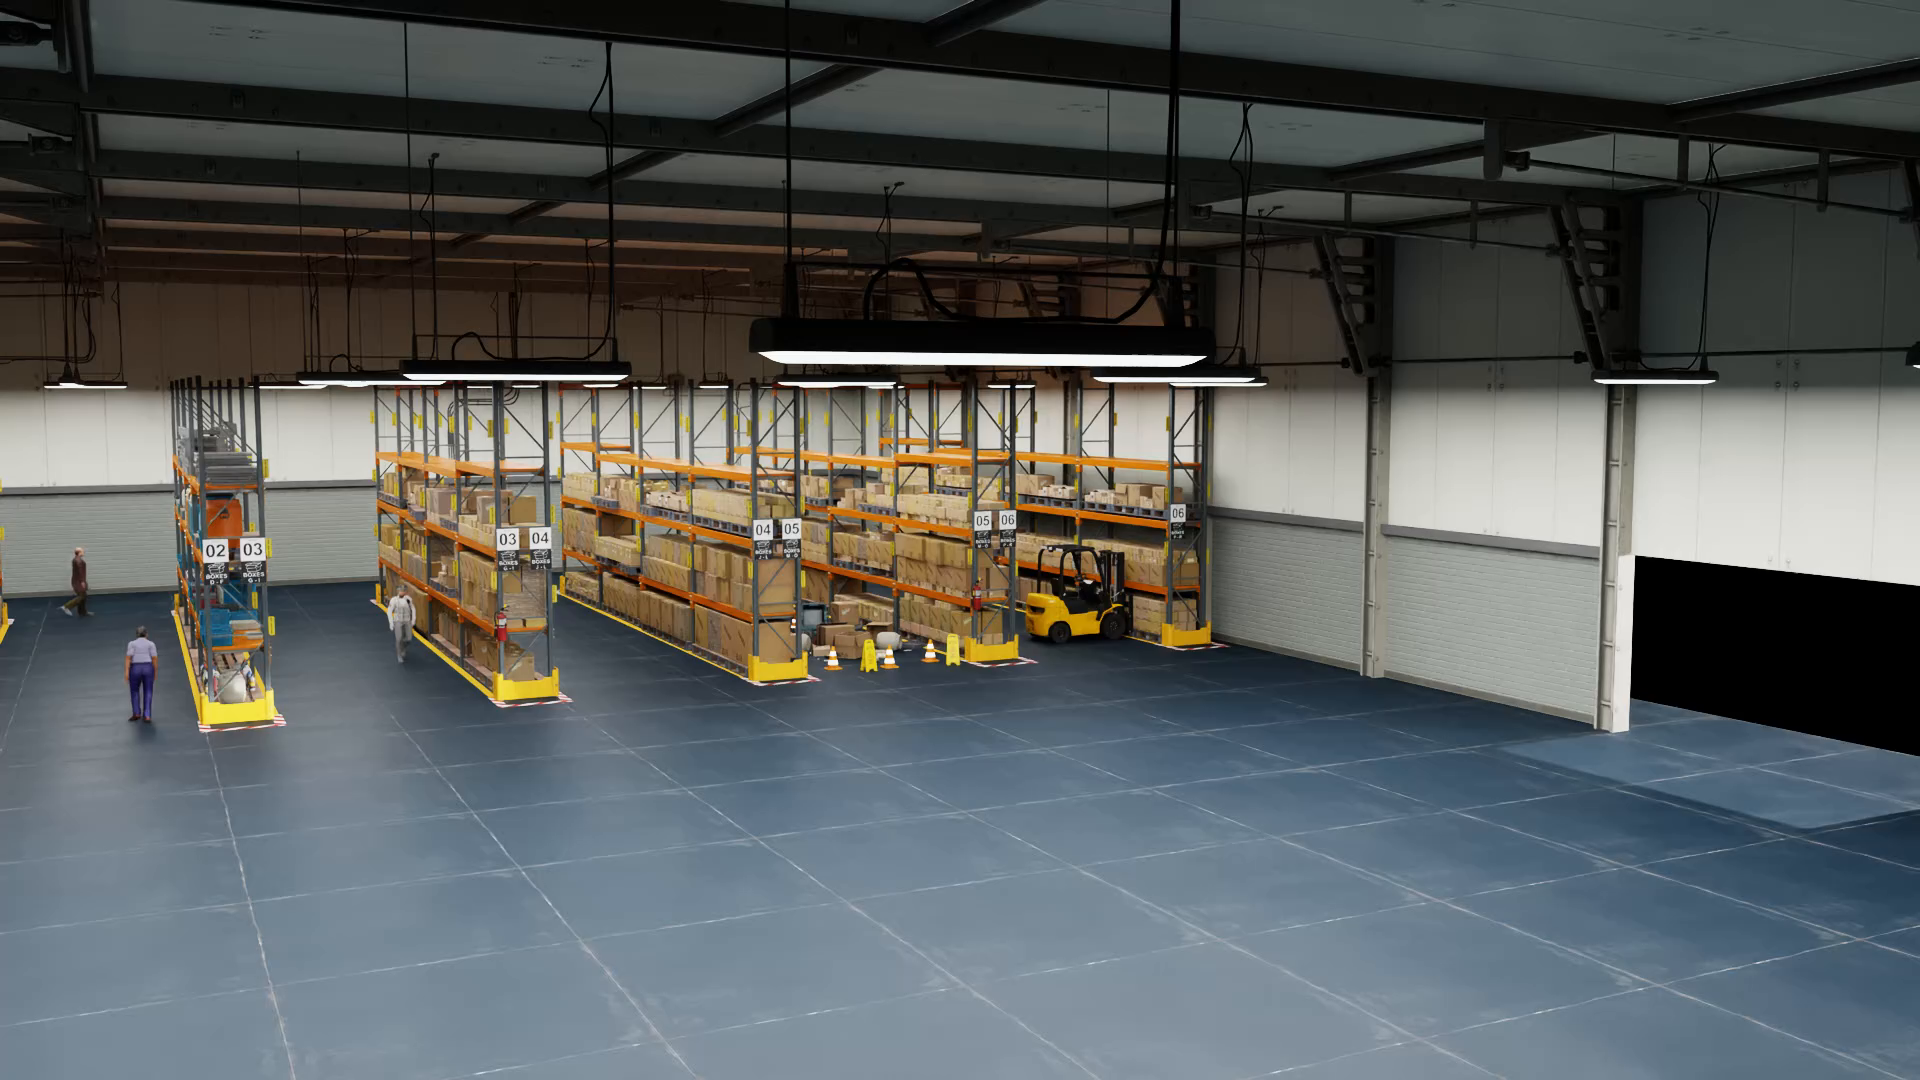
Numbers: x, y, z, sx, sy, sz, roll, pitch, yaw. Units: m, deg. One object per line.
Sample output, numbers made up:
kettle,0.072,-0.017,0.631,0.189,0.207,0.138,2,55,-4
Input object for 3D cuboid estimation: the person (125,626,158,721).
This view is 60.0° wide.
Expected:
person,-14.265,2.372,28.985,0.534,1.665,0.608,-3,6,-30

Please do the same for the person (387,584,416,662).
person,-11.941,1.753,35.526,0.583,1.657,0.549,-3,6,-31

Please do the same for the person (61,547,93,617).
person,-22.385,1.079,42.099,0.607,1.771,0.810,5,7,45

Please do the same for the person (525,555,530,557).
person,-11.915,0.769,45.969,0.678,1.709,1.081,-3,6,-29
